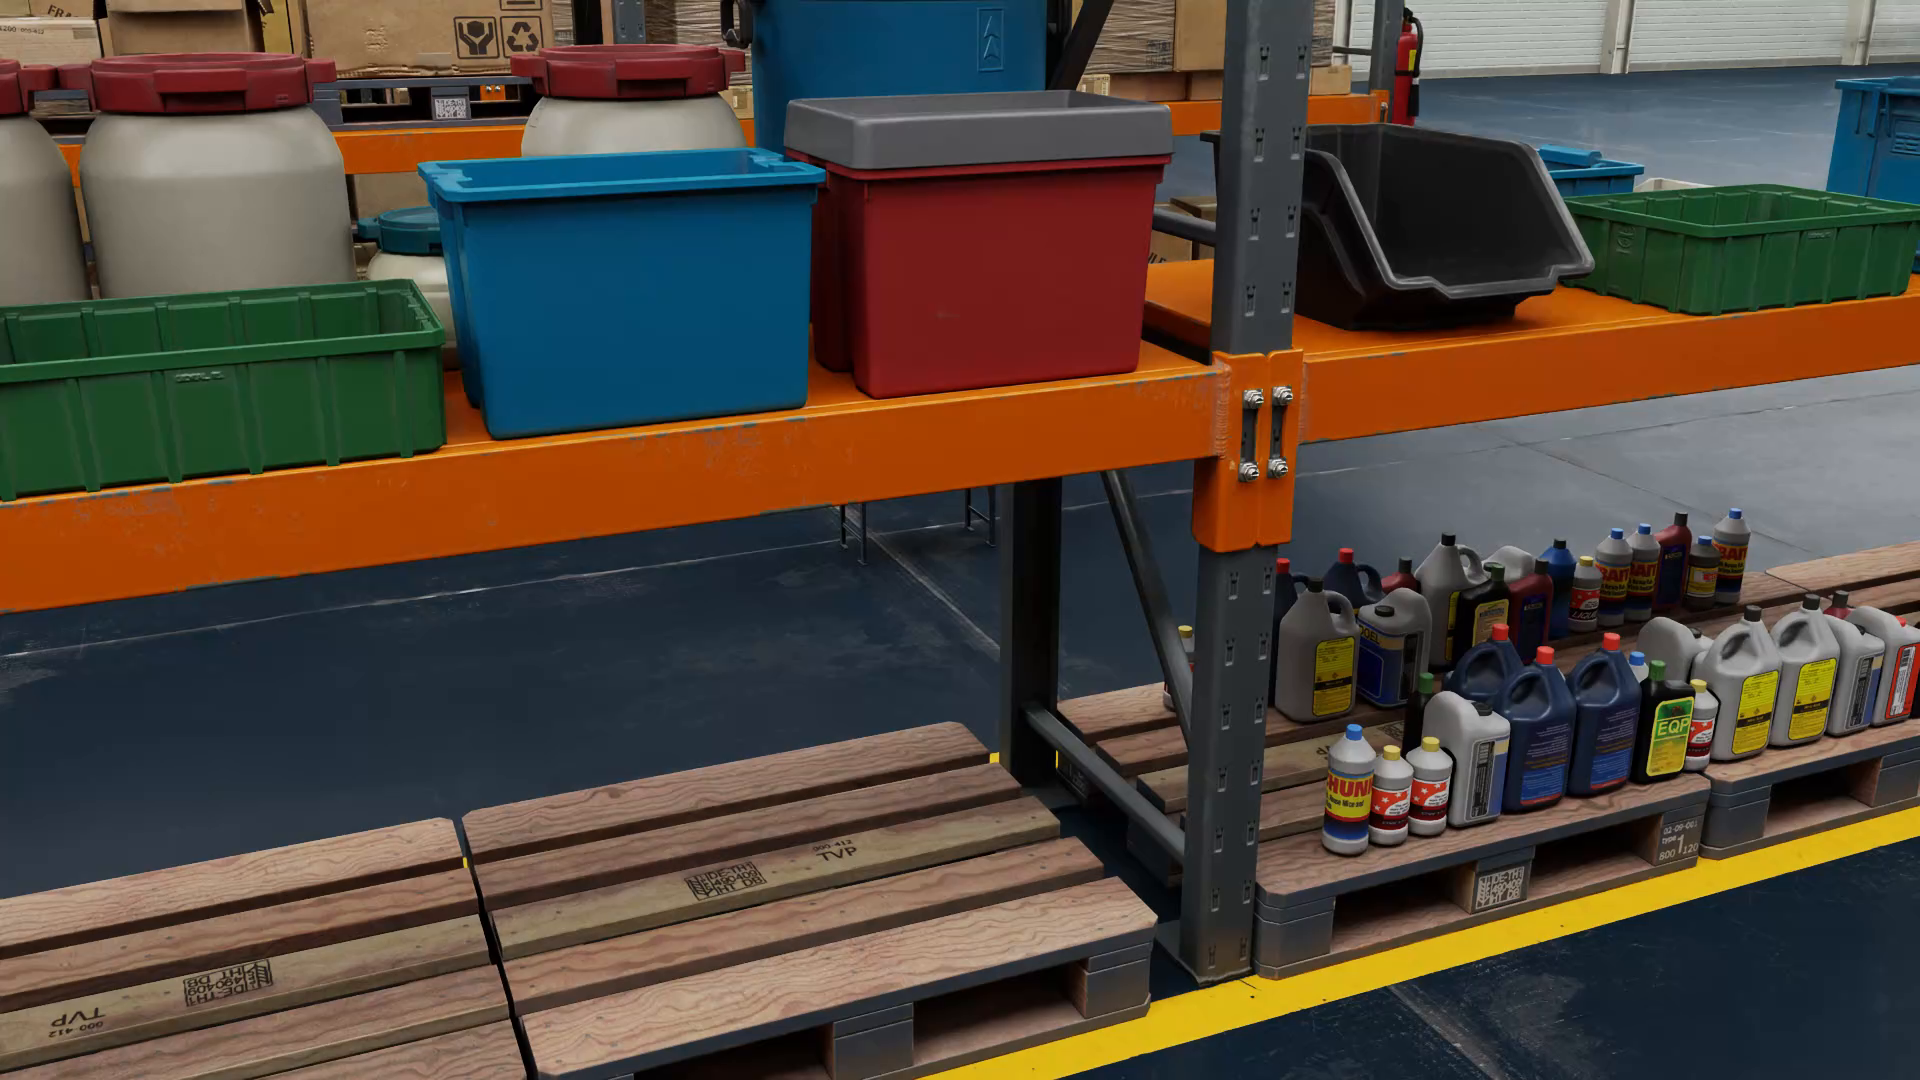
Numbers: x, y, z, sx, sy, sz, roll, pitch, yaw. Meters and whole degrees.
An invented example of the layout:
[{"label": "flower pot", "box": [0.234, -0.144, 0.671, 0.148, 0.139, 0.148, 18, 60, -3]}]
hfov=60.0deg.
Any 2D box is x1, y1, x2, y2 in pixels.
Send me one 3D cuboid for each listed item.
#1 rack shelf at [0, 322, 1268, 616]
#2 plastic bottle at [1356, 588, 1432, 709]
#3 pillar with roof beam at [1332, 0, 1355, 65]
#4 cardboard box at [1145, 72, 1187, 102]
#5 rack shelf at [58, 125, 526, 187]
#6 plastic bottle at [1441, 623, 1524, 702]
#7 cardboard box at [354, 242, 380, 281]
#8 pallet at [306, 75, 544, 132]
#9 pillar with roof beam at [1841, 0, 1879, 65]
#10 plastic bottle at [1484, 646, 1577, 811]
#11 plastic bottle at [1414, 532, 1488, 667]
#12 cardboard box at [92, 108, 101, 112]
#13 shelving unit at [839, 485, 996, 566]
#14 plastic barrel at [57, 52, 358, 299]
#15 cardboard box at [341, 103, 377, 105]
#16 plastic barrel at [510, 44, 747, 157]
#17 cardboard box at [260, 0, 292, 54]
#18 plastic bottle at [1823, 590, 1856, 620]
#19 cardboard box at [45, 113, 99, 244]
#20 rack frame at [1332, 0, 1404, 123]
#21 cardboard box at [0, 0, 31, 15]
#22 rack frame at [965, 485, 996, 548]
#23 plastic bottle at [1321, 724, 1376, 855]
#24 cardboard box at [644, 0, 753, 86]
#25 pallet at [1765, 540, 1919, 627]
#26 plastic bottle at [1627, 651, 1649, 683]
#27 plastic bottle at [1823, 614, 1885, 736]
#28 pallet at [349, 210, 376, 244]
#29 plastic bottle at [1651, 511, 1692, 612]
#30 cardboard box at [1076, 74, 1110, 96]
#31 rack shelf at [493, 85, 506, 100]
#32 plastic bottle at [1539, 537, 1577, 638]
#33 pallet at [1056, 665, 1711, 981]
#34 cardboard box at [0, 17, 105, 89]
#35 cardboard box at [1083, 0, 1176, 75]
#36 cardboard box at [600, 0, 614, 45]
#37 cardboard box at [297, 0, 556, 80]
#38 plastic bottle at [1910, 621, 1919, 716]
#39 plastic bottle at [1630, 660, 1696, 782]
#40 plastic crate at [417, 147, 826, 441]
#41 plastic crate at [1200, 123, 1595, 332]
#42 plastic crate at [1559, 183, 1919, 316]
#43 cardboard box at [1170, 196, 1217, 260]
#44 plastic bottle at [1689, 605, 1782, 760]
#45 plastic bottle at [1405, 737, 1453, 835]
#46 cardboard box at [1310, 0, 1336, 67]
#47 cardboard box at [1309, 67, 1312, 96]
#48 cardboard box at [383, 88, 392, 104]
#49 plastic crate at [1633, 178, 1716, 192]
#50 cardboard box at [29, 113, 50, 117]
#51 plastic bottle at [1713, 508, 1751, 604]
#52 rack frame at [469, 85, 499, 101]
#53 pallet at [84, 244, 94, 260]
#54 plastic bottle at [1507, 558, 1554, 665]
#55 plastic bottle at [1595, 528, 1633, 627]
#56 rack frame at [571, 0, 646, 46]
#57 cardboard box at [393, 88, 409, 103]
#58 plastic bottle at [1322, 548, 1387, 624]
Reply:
[{"label": "rack shelf", "box": [-1.486, -0.053, 2.740, 4.000, 0.370, 1.077, -8, 21, -22]}, {"label": "plastic bottle", "box": [1.086, 0.266, 4.190, 0.135, 0.276, 0.152, -8, 21, -22]}, {"label": "pillar with roof beam", "box": [7.894, -10.506, 22.311, 0.400, 9.000, 9.100, -8, 21, -22]}, {"label": "cardboard box", "box": [0.961, -2.344, 8.540, 0.250, 0.149, 0.380, -8, 21, -22]}, {"label": "rack shelf", "box": [-3.448, -1.564, 7.029, 4.000, 0.370, 1.077, -8, 21, -22]}, {"label": "plastic bottle", "box": [1.199, 0.363, 3.801, 0.185, 0.351, 0.144, -8, 21, -22]}, {"label": "cardboard box", "box": [-2.629, -1.063, 7.627, 0.500, 0.500, 0.700, -8, 21, -22]}, {"label": "pallet", "box": [-2.371, -2.019, 7.529, 1.213, 0.211, 1.003, -8, 21, -22]}, {"label": "pillar with roof beam", "box": [18.912, -12.085, 26.795, 0.400, 9.000, 9.100, -8, 21, -22]}, {"label": "plastic bottle", "box": [1.256, 0.407, 3.677, 0.185, 0.351, 0.144, -8, 21, -20]}, {"label": "plastic bottle", "box": [1.300, 0.146, 4.417, 0.185, 0.351, 0.144, -8, 21, -22]}, {"label": "cardboard box", "box": [-10.004, -5.419, 19.840, 0.625, 0.625, 0.875, -7, 21, -20]}, {"label": "shelving unit", "box": [-0.152, -0.544, 5.761, 0.503, 1.200, 0.258, -8, 21, -22]}, {"label": "plastic barrel", "box": [-1.289, -0.564, 2.903, 0.433, 0.535, 0.433, 0, 19, 0]}, {"label": "cardboard box", "box": [-6.017, -4.077, 16.409, 0.625, 0.372, 0.950, -8, 21, -21]}, {"label": "plastic barrel", "box": [-0.615, -0.661, 3.177, 0.433, 0.535, 0.433, 0, 19, 0]}, {"label": "cardboard box", "box": [-4.784, -3.456, 11.170, 0.500, 0.500, 0.500, -8, 21, -21]}, {"label": "plastic bottle", "box": [2.226, 0.260, 4.196, 0.133, 0.283, 0.061, -8, 21, -22]}, {"label": "cardboard box", "box": [-5.760, -2.471, 11.279, 0.750, 0.750, 1.050, -8, 21, -21]}, {"label": "rack frame", "box": [2.061, -2.692, 9.152, 0.127, 3.000, 1.000, -8, 21, -22]}, {"label": "cardboard box", "box": [-6.171, -3.257, 10.606, 0.500, 0.500, 0.500, -8, 21, -22]}, {"label": "rack frame", "box": [0.072, -0.576, 5.852, 0.015, 1.200, 0.240, -8, 21, -22]}, {"label": "plastic bottle", "box": [0.817, 0.516, 3.487, 0.097, 0.271, 0.097, 0, 19, 0]}, {"label": "cardboard box", "box": [-1.174, -2.394, 7.706, 0.500, 0.500, 0.875, -8, 21, -22]}, {"label": "pallet", "box": [3.224, 0.263, 4.957, 1.213, 0.211, 1.003, -8, 21, -22]}, {"label": "plastic bottle", "box": [1.550, 0.389, 3.848, 0.097, 0.271, 0.097, 0, 19, 0]}, {"label": "plastic bottle", "box": [2.141, 0.314, 4.053, 0.135, 0.276, 0.152, -9, 21, -23]}, {"label": "pallet", "box": [-4.162, -2.252, 12.100, 1.213, 0.211, 1.003, -8, 21, -22]}, {"label": "plastic bottle", "box": [2.020, 0.060, 4.764, 0.133, 0.283, 0.061, -8, 21, -21]}, {"label": "cardboard box", "box": [0.546, -2.244, 8.257, 0.250, 0.149, 0.380, -8, 21, -22]}, {"label": "rack shelf", "box": [-1.647, -3.616, 12.857, 4.000, 0.370, 1.077, -8, 21, -22]}, {"label": "plastic bottle", "box": [1.642, 0.126, 4.593, 0.097, 0.271, 0.097, 0, 19, 0]}, {"label": "pallet", "box": [0.984, 0.584, 4.045, 1.213, 0.211, 1.003, -8, 21, -22]}, {"label": "cardboard box", "box": [-3.654, -1.917, 6.545, 0.500, 0.250, 0.500, -9, 21, -23]}, {"label": "cardboard box", "box": [0.658, -2.661, 8.464, 0.500, 0.500, 0.875, -8, 21, -22]}, {"label": "cardboard box", "box": [-2.653, -3.894, 12.339, 0.550, 0.550, 0.875, -8, 21, -22]}, {"label": "cardboard box", "box": [-2.396, -2.585, 7.312, 1.000, 1.000, 1.000, -8, 21, -22]}, {"label": "plastic bottle", "box": [2.411, 0.288, 4.115, 0.133, 0.283, 0.061, -8, 21, -21]}, {"label": "plastic bottle", "box": [1.597, 0.405, 3.784, 0.133, 0.283, 0.061, -7, 21, -20]}, {"label": "plastic crate", "box": [-0.539, -0.408, 2.689, 0.575, 0.384, 0.392, -8, 21, -22]}, {"label": "plastic crate", "box": [0.882, -0.656, 3.463, 0.504, 0.338, 0.767, -8, 21, -22]}, {"label": "plastic crate", "box": [1.709, -0.648, 3.665, 0.662, 0.188, 0.450, -8, 21, -22]}, {"label": "cardboard box", "box": [1.481, -1.634, 9.278, 0.500, 0.500, 0.500, -4, 20, -12]}, {"label": "plastic bottle", "box": [1.820, 0.326, 3.906, 0.185, 0.351, 0.144, -8, 21, -22]}, {"label": "plastic bottle", "box": [1.003, 0.522, 3.575, 0.097, 0.201, 0.097, 0, 19, 0]}, {"label": "cardboard box", "box": [1.546, -2.816, 8.904, 0.500, 0.500, 0.875, -8, 21, -22]}, {"label": "cardboard box", "box": [1.652, -2.441, 8.815, 0.250, 0.149, 0.380, -8, 21, -22]}, {"label": "cardboard box", "box": [-6.931, -5.565, 20.819, 0.500, 0.250, 0.500, -8, 21, -21]}, {"label": "plastic crate", "box": [1.741, -0.822, 4.237, 0.437, 0.136, 0.530, -8, 21, -22]}, {"label": "cardboard box", "box": [-8.687, -3.692, 15.315, 0.625, 0.372, 0.950, -10, 22, -26]}, {"label": "plastic bottle", "box": [2.235, 0.041, 4.835, 0.097, 0.271, 0.097, 0, 19, 0]}, {"label": "rack frame", "box": [-3.483, -3.692, 11.991, 0.127, 3.000, 1.000, -8, 21, -22]}, {"label": "pallet", "box": [-6.402, -1.931, 11.189, 1.213, 0.211, 1.003, -8, 21, -22]}, {"label": "plastic bottle", "box": [1.494, 0.190, 4.393, 0.133, 0.283, 0.061, -8, 21, -22]}, {"label": "plastic bottle", "box": [1.829, 0.099, 4.669, 0.097, 0.271, 0.097, 0, 19, 0]}, {"label": "rack frame", "box": [-1.611, -2.166, 7.657, 0.127, 3.000, 1.000, -8, 21, -22]}, {"label": "cardboard box", "box": [-4.804, -3.827, 14.999, 0.500, 0.500, 0.500, -8, 21, -22]}, {"label": "plastic bottle", "box": [1.004, 0.188, 4.296, 0.185, 0.351, 0.144, -9, 21, -25]}]
